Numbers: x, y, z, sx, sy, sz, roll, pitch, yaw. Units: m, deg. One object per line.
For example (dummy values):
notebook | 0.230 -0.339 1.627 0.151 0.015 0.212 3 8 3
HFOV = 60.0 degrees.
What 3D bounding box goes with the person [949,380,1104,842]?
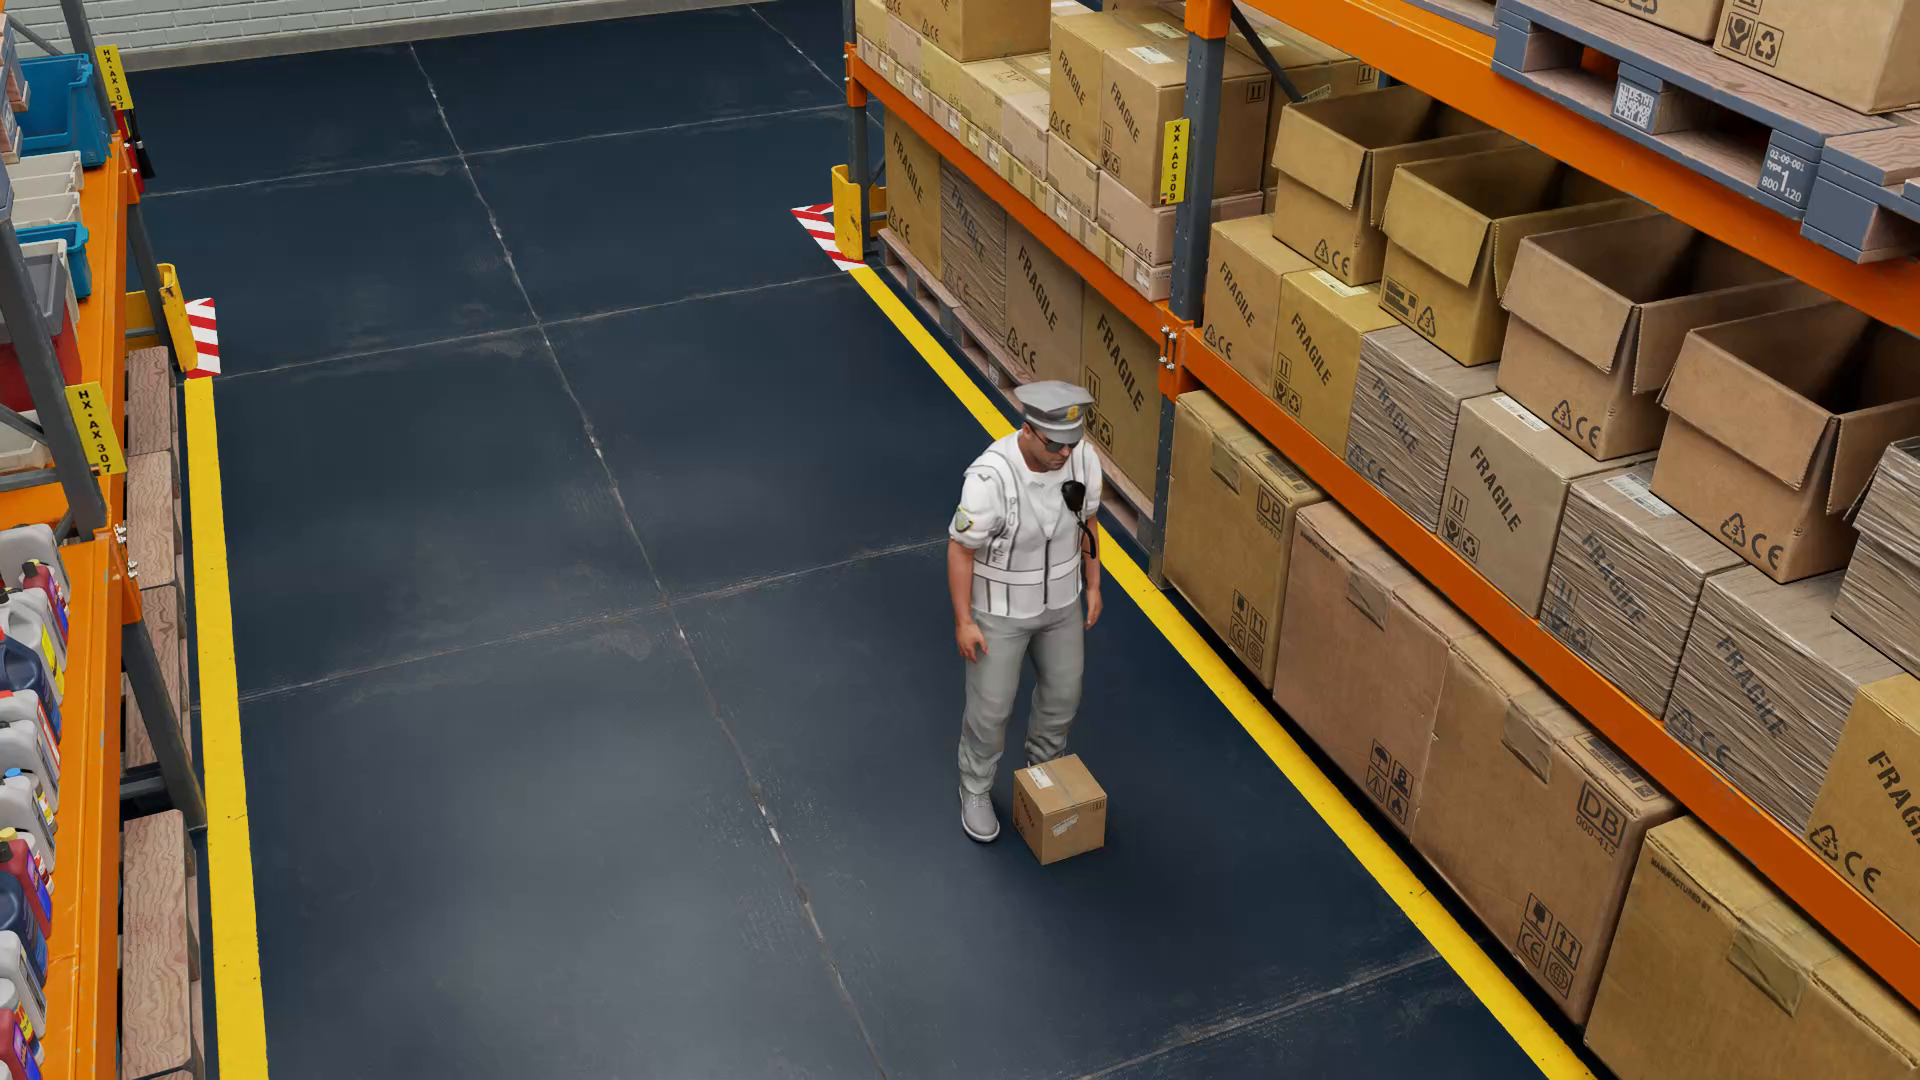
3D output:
person | 0.230 0.211 5.813 0.595 1.746 0.440 -16 36 -22
